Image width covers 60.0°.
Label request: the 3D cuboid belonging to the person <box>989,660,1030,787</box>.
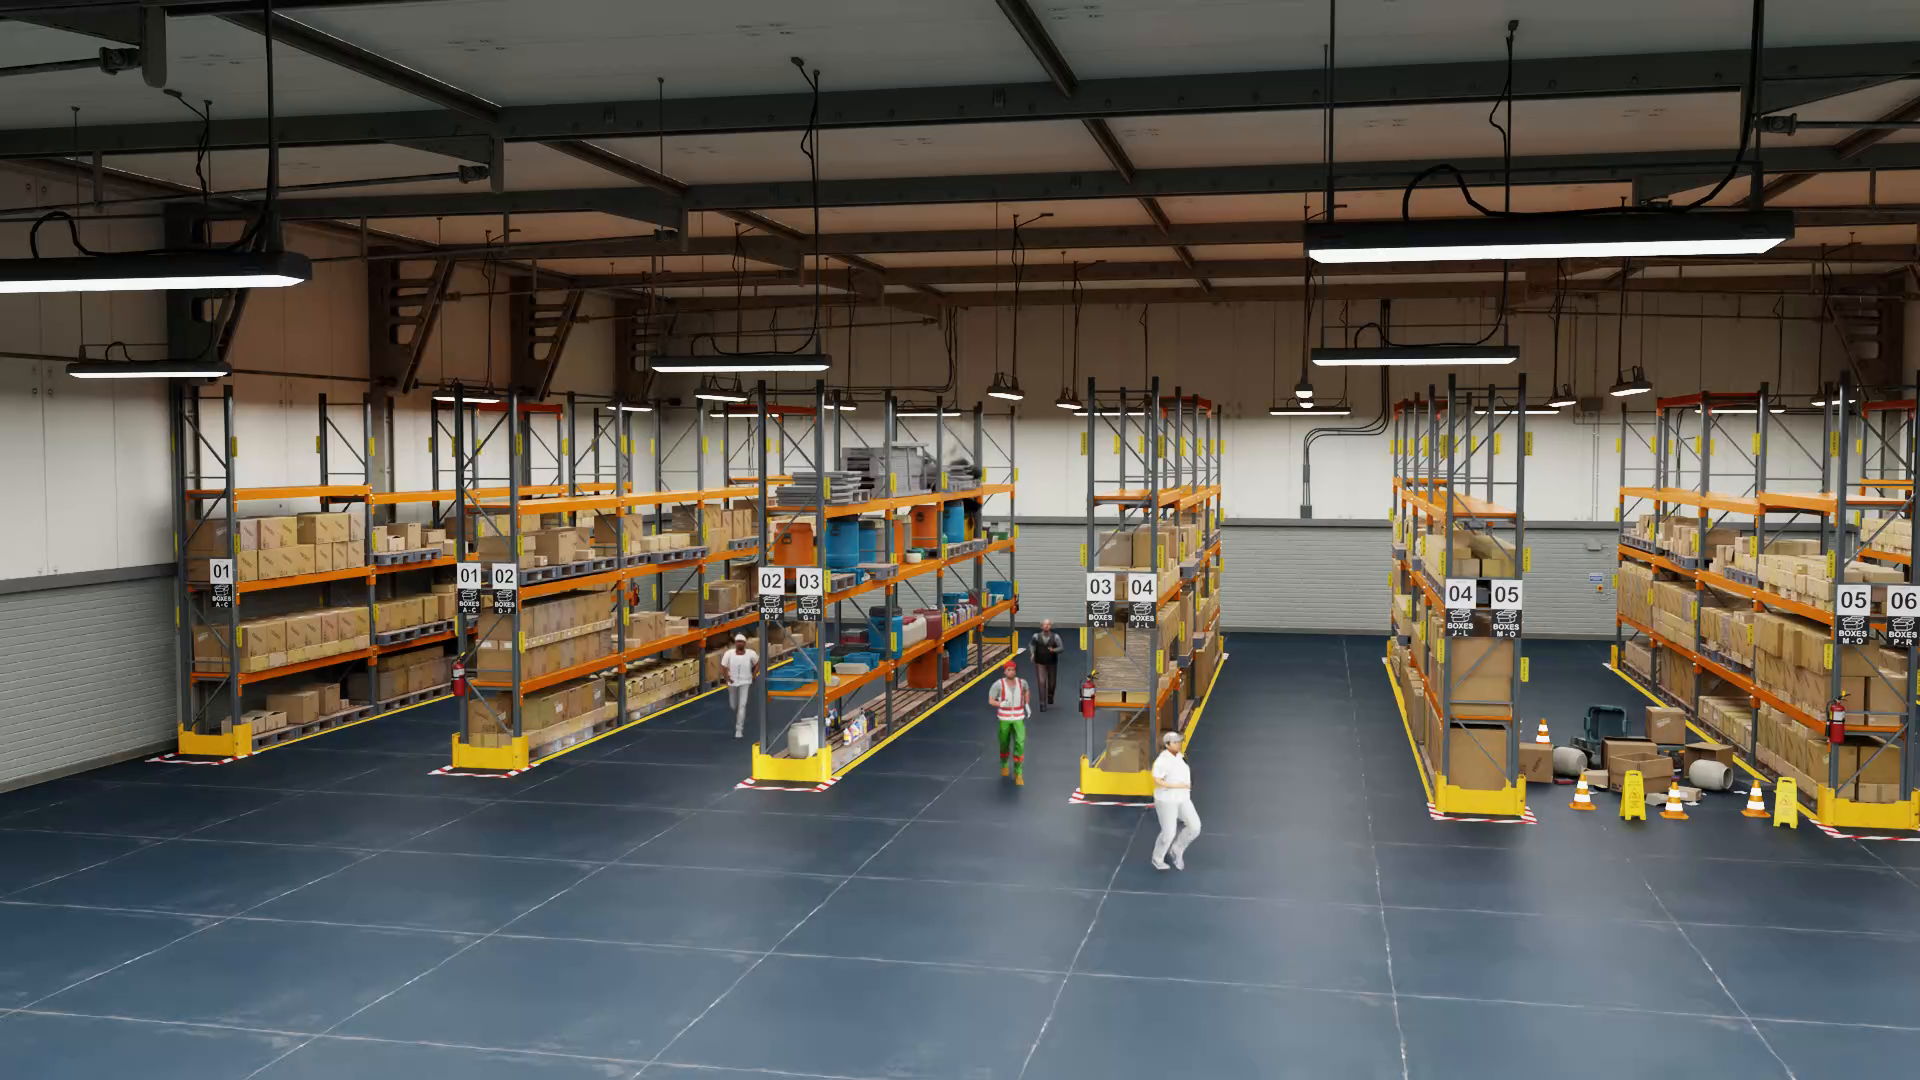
[{"bbox_3d":[0.742,2.712,24.816,0.655,1.851,0.835,0,3,-6],"label":"person"}]

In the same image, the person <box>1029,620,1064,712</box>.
[{"bbox_3d":[1.633,2.358,31.526,0.659,1.700,0.968,0,3,1],"label":"person"}]

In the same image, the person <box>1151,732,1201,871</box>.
[{"bbox_3d":[2.511,3.079,19.552,0.667,1.662,0.604,-3,4,-45],"label":"person"}]

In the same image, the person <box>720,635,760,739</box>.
[{"bbox_3d":[-3.862,2.522,29.060,0.664,1.757,1.098,0,3,3],"label":"person"}]
